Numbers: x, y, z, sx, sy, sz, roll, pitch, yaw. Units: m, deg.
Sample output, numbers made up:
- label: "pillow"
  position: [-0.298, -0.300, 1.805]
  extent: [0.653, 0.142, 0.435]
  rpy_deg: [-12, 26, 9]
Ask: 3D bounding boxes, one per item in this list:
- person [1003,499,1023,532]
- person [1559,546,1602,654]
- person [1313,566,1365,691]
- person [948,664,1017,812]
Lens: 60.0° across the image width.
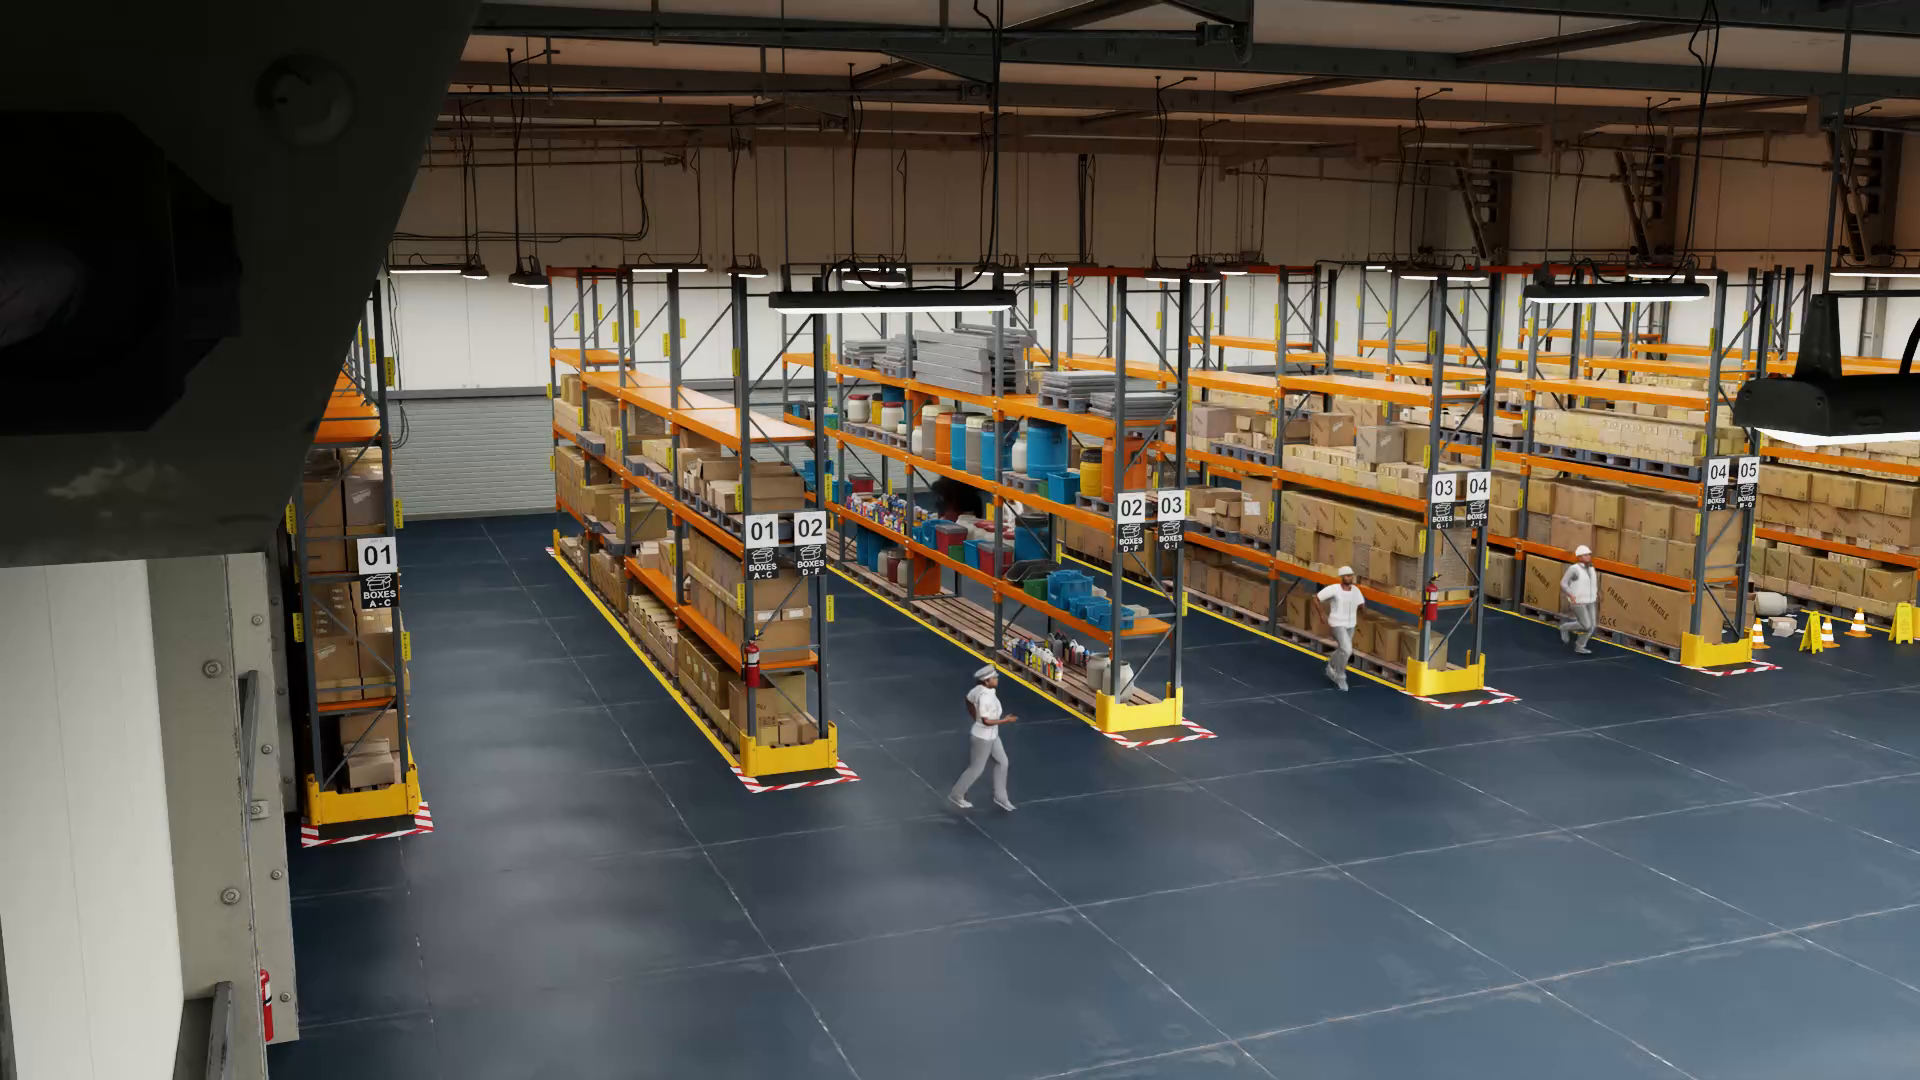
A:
- label: "person"
  position: [0.992, -0.178, 32.241]
  extent: [0.672, 1.750, 0.928]
  rpy_deg: [-6, 11, -29]
- label: "person"
  position: [9.844, 0.949, 26.311]
  extent: [0.672, 1.728, 0.573]
  rpy_deg: [-5, 11, -25]
- label: "person"
  position: [5.589, 1.280, 24.255]
  extent: [0.672, 1.824, 0.734]
  rpy_deg: [-6, 11, -30]
- label: "person"
  position: [0.256, 2.260, 18.808]
  extent: [0.789, 1.751, 0.571]
  rpy_deg: [1, 10, 8]
